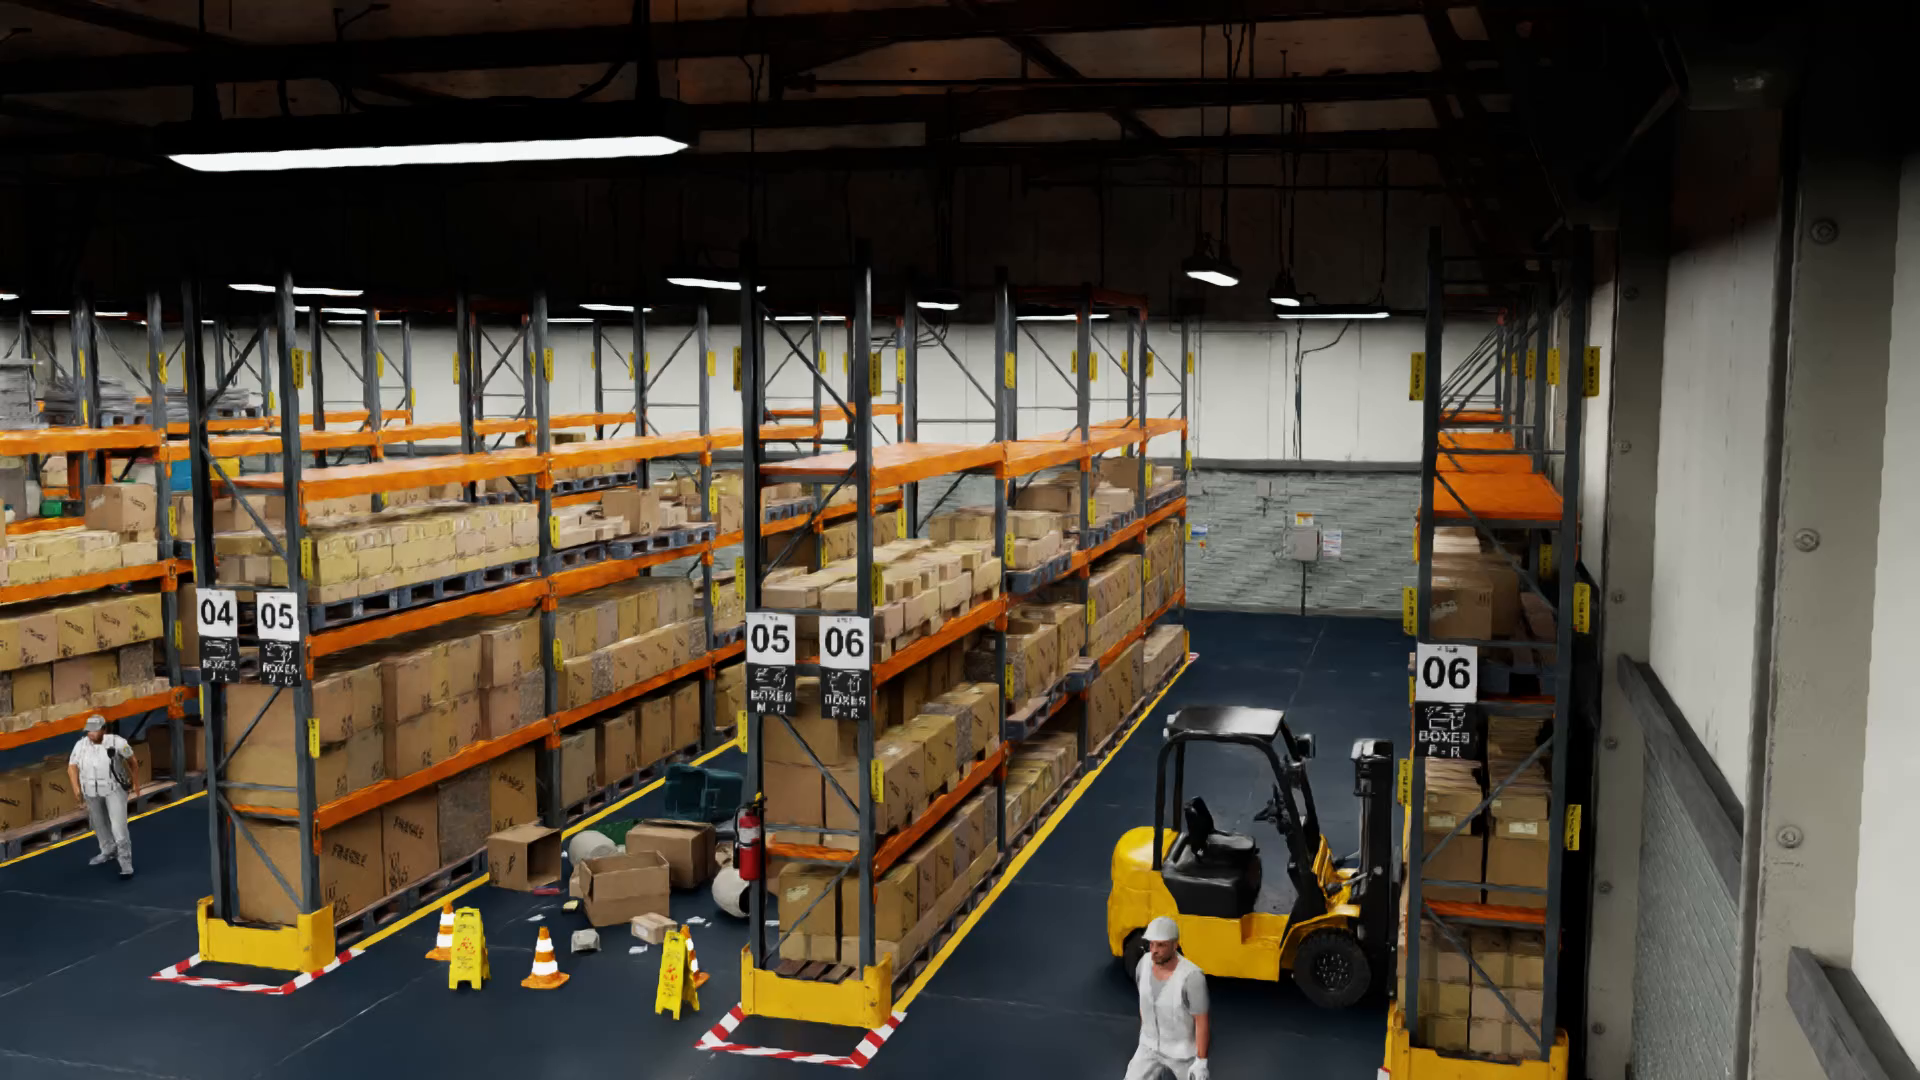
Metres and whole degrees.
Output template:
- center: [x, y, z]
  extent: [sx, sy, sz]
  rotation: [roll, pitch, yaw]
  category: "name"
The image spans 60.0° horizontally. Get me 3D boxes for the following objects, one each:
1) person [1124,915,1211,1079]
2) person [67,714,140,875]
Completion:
- center: [1.296, 3.163, 10.333]
  extent: [0.593, 1.745, 0.983]
  rotation: [5, 8, 38]
  category: "person"
- center: [-8.533, 2.509, 16.653]
  extent: [0.655, 1.607, 0.767]
  rotation: [0, 6, -4]
  category: "person"
